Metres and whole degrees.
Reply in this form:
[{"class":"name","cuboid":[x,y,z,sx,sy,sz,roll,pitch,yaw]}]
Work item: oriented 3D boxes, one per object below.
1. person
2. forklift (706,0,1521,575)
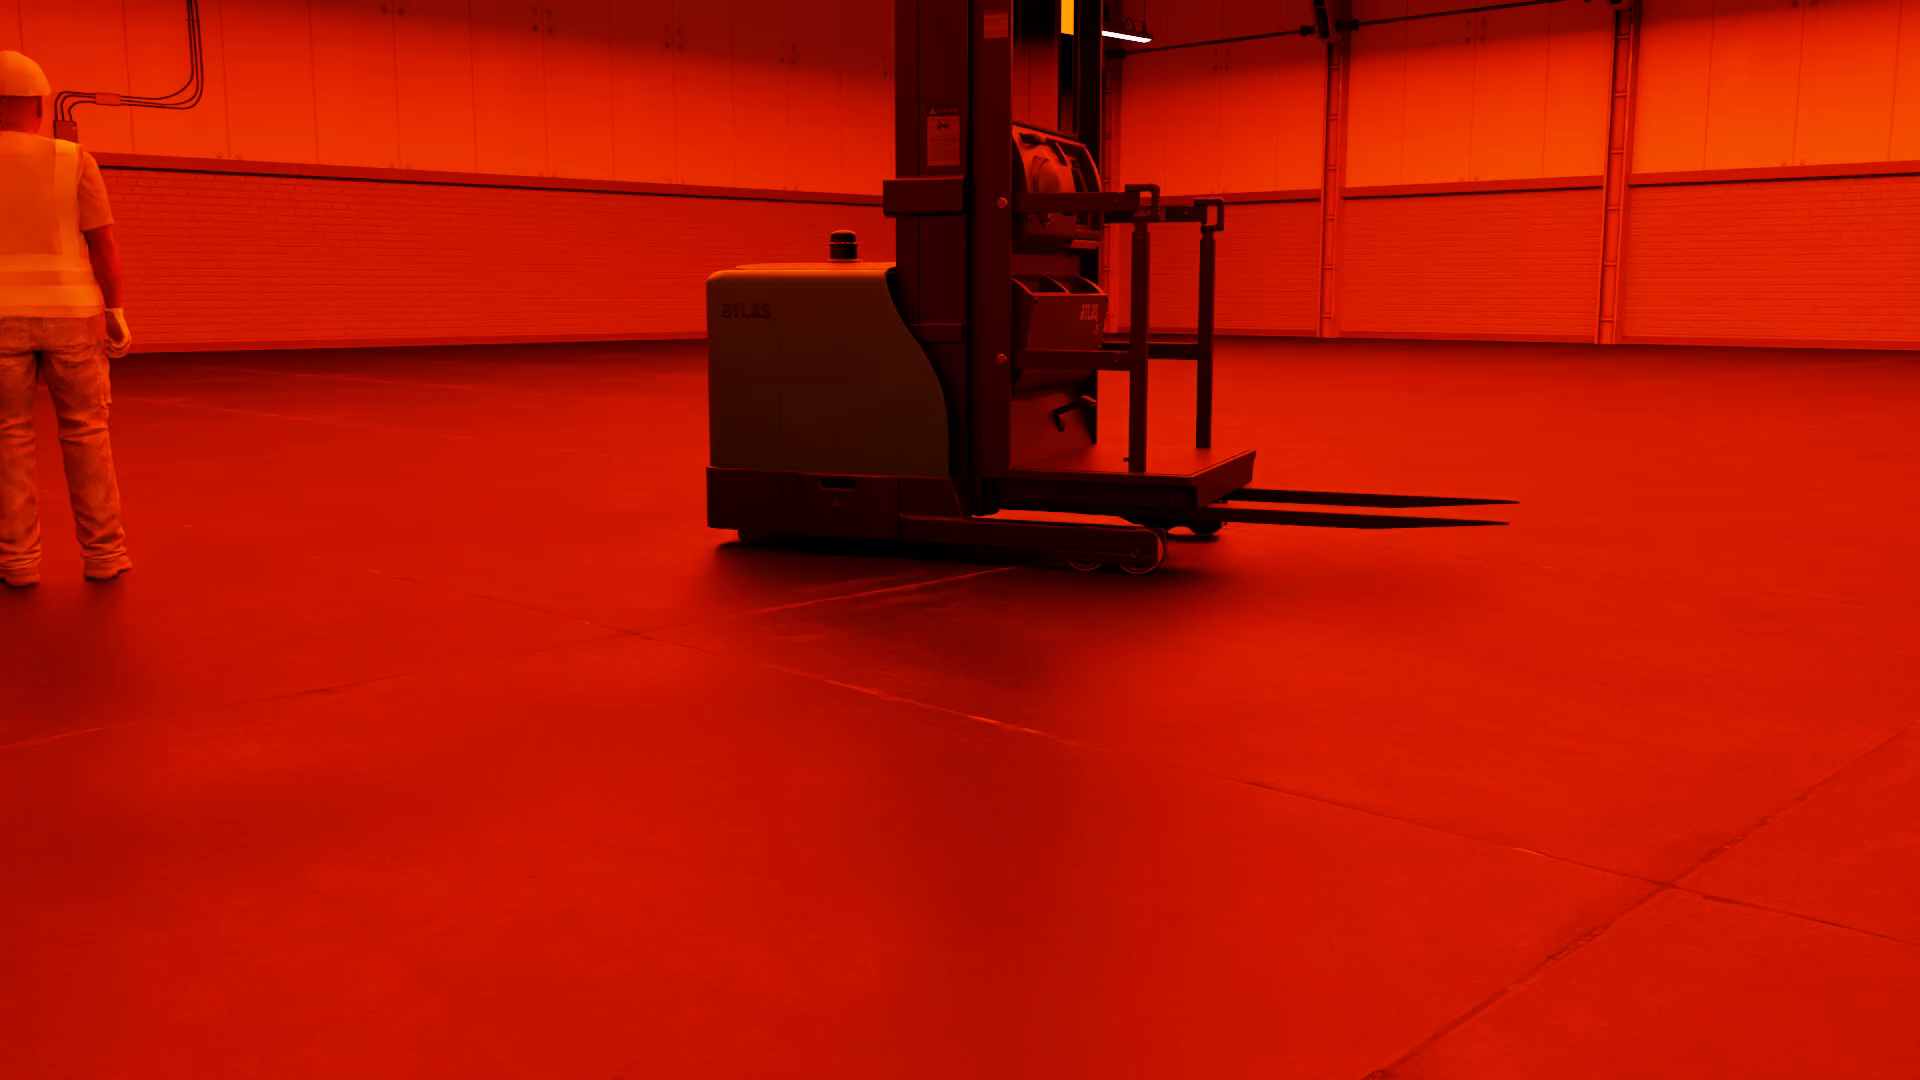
[{"class":"person","cuboid":[-3.170,-0.750,5.703,0.582,1.789,0.377,-4,9,-25]},{"class":"forklift","cuboid":[0.565,-1.416,6.275,3.031,2.935,1.130,3,9,22]}]
